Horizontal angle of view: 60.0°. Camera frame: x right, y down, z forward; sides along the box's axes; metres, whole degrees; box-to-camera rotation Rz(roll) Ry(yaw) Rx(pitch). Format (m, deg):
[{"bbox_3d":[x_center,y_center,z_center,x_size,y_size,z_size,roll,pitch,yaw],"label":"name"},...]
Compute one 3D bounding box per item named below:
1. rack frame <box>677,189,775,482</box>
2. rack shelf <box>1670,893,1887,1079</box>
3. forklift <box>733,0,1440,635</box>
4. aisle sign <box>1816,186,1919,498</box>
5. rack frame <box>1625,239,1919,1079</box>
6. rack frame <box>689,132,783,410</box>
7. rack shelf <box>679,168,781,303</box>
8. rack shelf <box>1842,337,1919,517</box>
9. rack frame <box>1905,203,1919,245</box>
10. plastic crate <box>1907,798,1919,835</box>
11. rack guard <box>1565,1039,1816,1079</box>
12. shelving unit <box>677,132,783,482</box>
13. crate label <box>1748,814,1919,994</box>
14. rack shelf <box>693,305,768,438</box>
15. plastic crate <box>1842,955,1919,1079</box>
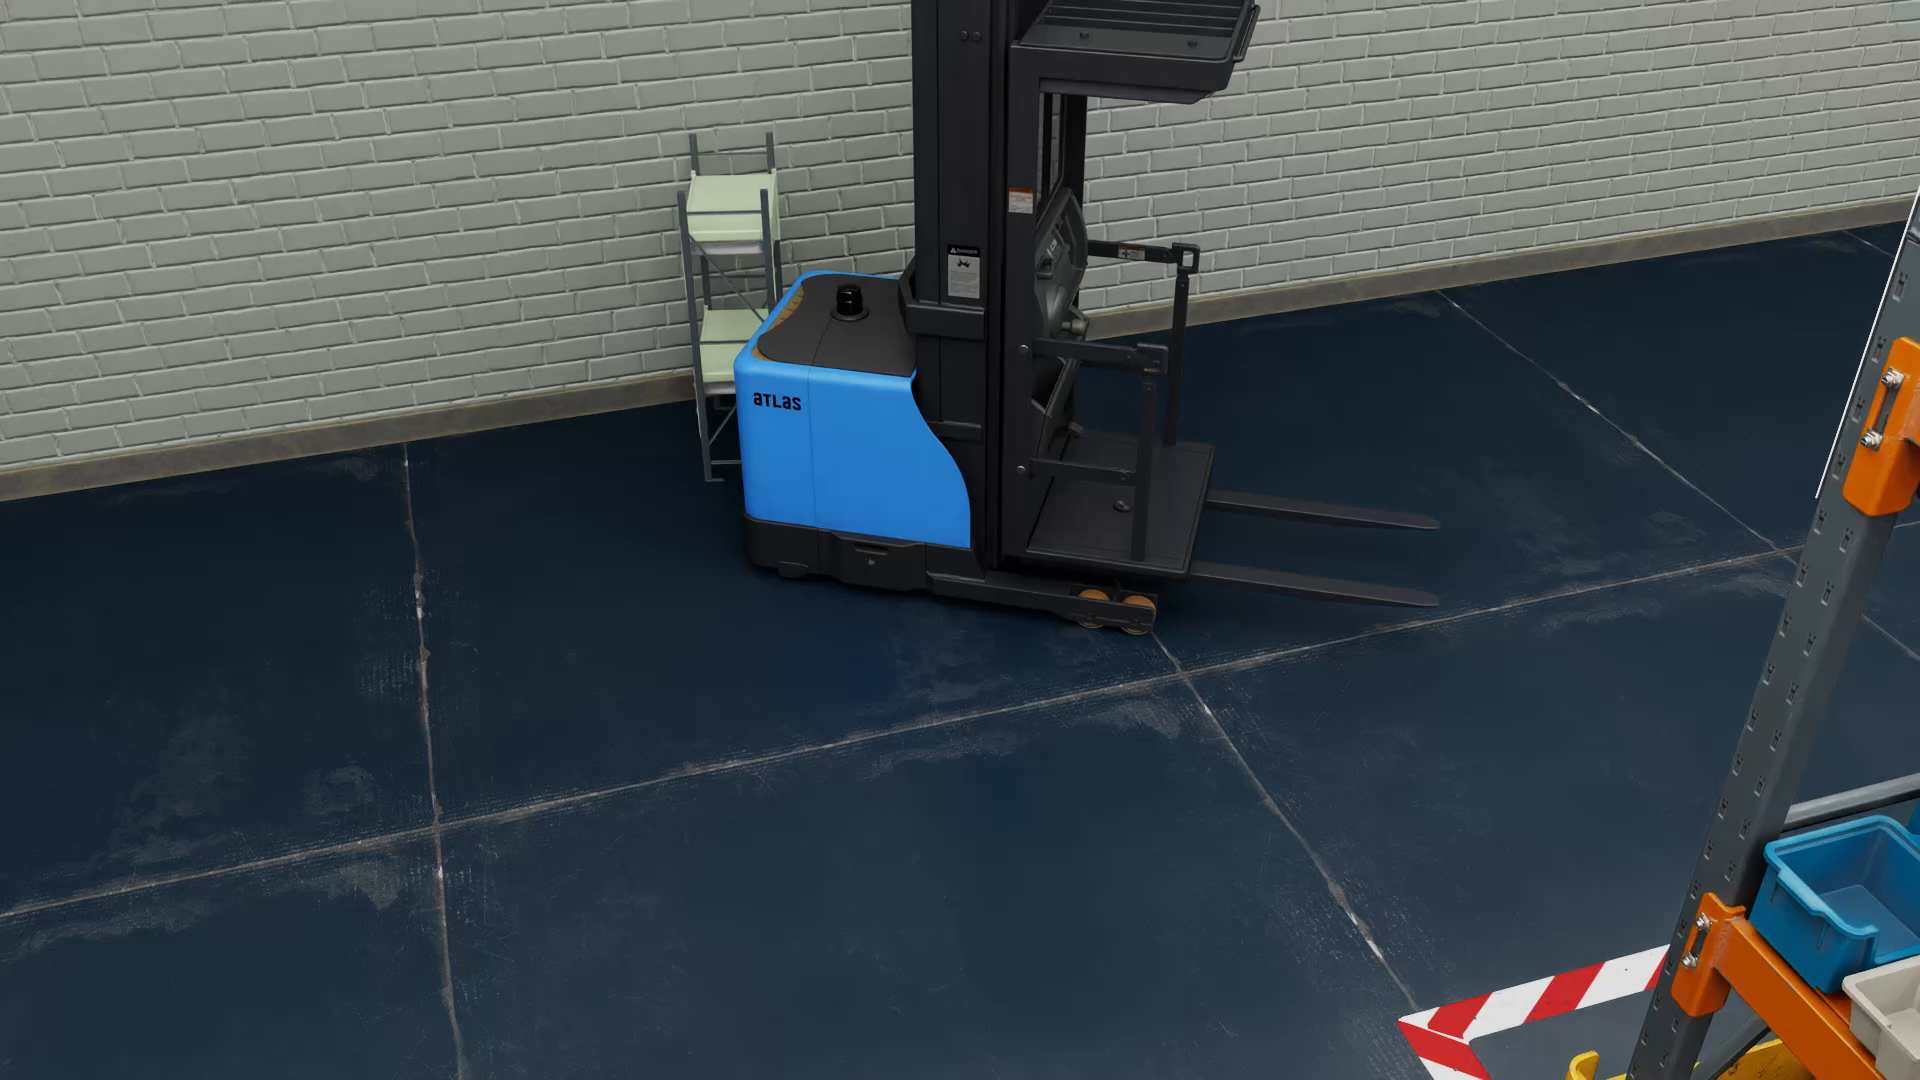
[{"bbox_3d":[-1.054,-0.923,7.787,0.400,1.500,0.023,-2,34,-3],"label":"rack frame"},{"bbox_3d":[2.915,1.972,2.698,1.077,0.370,4.000,-10,35,-15],"label":"rack shelf"},{"bbox_3d":[0.605,-1.141,6.818,3.031,2.935,1.130,8,34,11],"label":"forklift"},{"bbox_3d":[2.000,-0.451,3.353,0.394,0.787,0.004,-10,35,-15],"label":"aisle sign"},{"bbox_3d":[2.305,0.622,4.088,1.000,3.000,0.127,-10,35,-15],"label":"rack frame"},{"bbox_3d":[-1.100,-1.326,8.396,0.400,1.500,0.023,-2,34,-3],"label":"rack frame"},{"bbox_3d":[-1.077,-1.450,7.876,0.431,0.370,0.720,-2,34,-3],"label":"rack shelf"},{"bbox_3d":[2.915,0.720,1.871,1.077,0.370,4.000,-10,35,-15],"label":"rack shelf"},{"bbox_3d":[2.305,-1.881,2.434,1.000,3.000,0.127,-10,35,-15],"label":"rack frame"},{"bbox_3d":[2.585,0.726,3.843,0.616,0.435,0.499,-10,35,-15],"label":"plastic crate"},{"bbox_3d":[2.285,1.654,4.793,1.175,0.500,0.348,-10,35,-15],"label":"rack guard"},{"bbox_3d":[-1.077,-1.125,8.091,0.431,1.500,0.755,-2,34,-3],"label":"shelving unit"},{"bbox_3d":[2.067,0.852,3.838,0.416,0.233,0.303,-10,35,-15],"label":"crate label"},{"bbox_3d":[-1.077,-0.853,8.271,0.431,0.370,0.720,-2,34,-3],"label":"rack shelf"},{"bbox_3d":[2.086,1.074,3.589,0.250,0.136,0.298,-10,35,-15],"label":"plastic crate"}]
